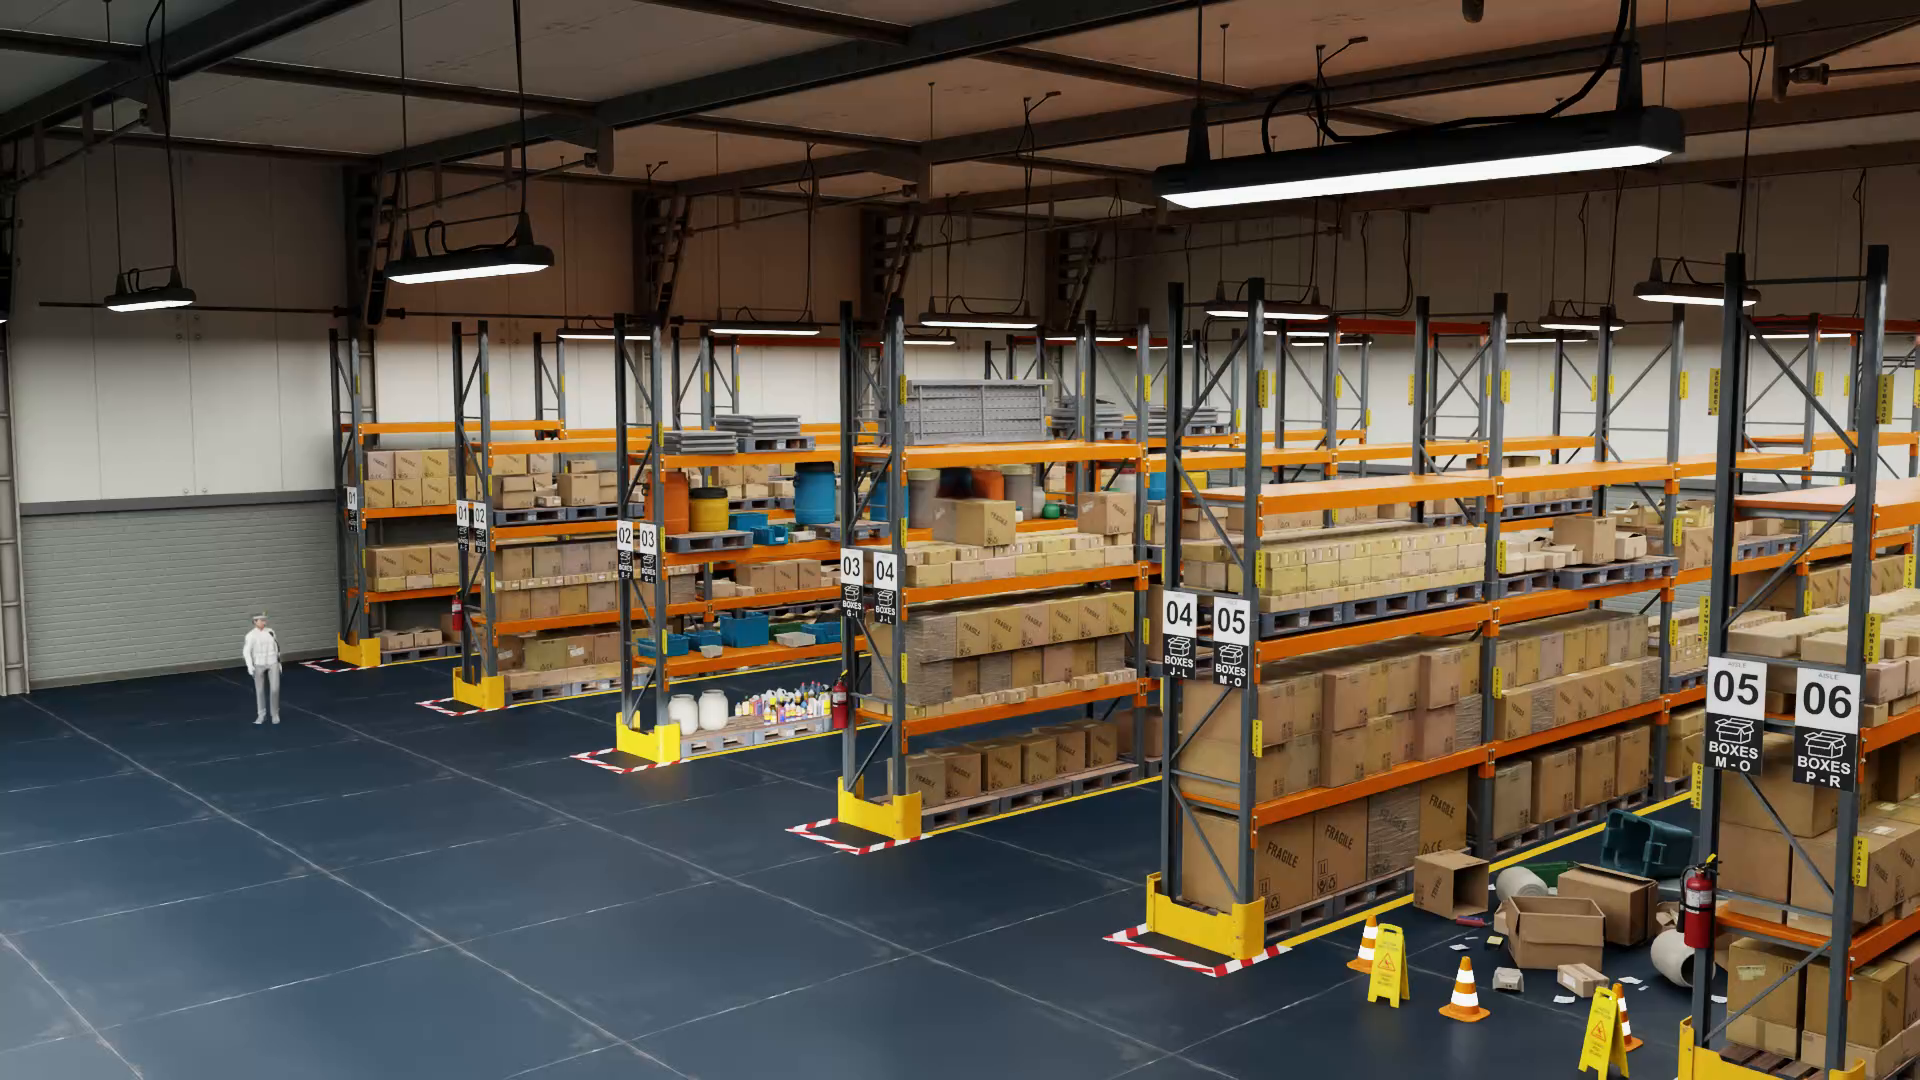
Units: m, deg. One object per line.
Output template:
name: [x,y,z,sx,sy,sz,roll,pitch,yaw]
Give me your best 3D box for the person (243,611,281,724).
person: [-10.359,1.912,24.701,0.513,1.711,0.597,-2,6,-23]
